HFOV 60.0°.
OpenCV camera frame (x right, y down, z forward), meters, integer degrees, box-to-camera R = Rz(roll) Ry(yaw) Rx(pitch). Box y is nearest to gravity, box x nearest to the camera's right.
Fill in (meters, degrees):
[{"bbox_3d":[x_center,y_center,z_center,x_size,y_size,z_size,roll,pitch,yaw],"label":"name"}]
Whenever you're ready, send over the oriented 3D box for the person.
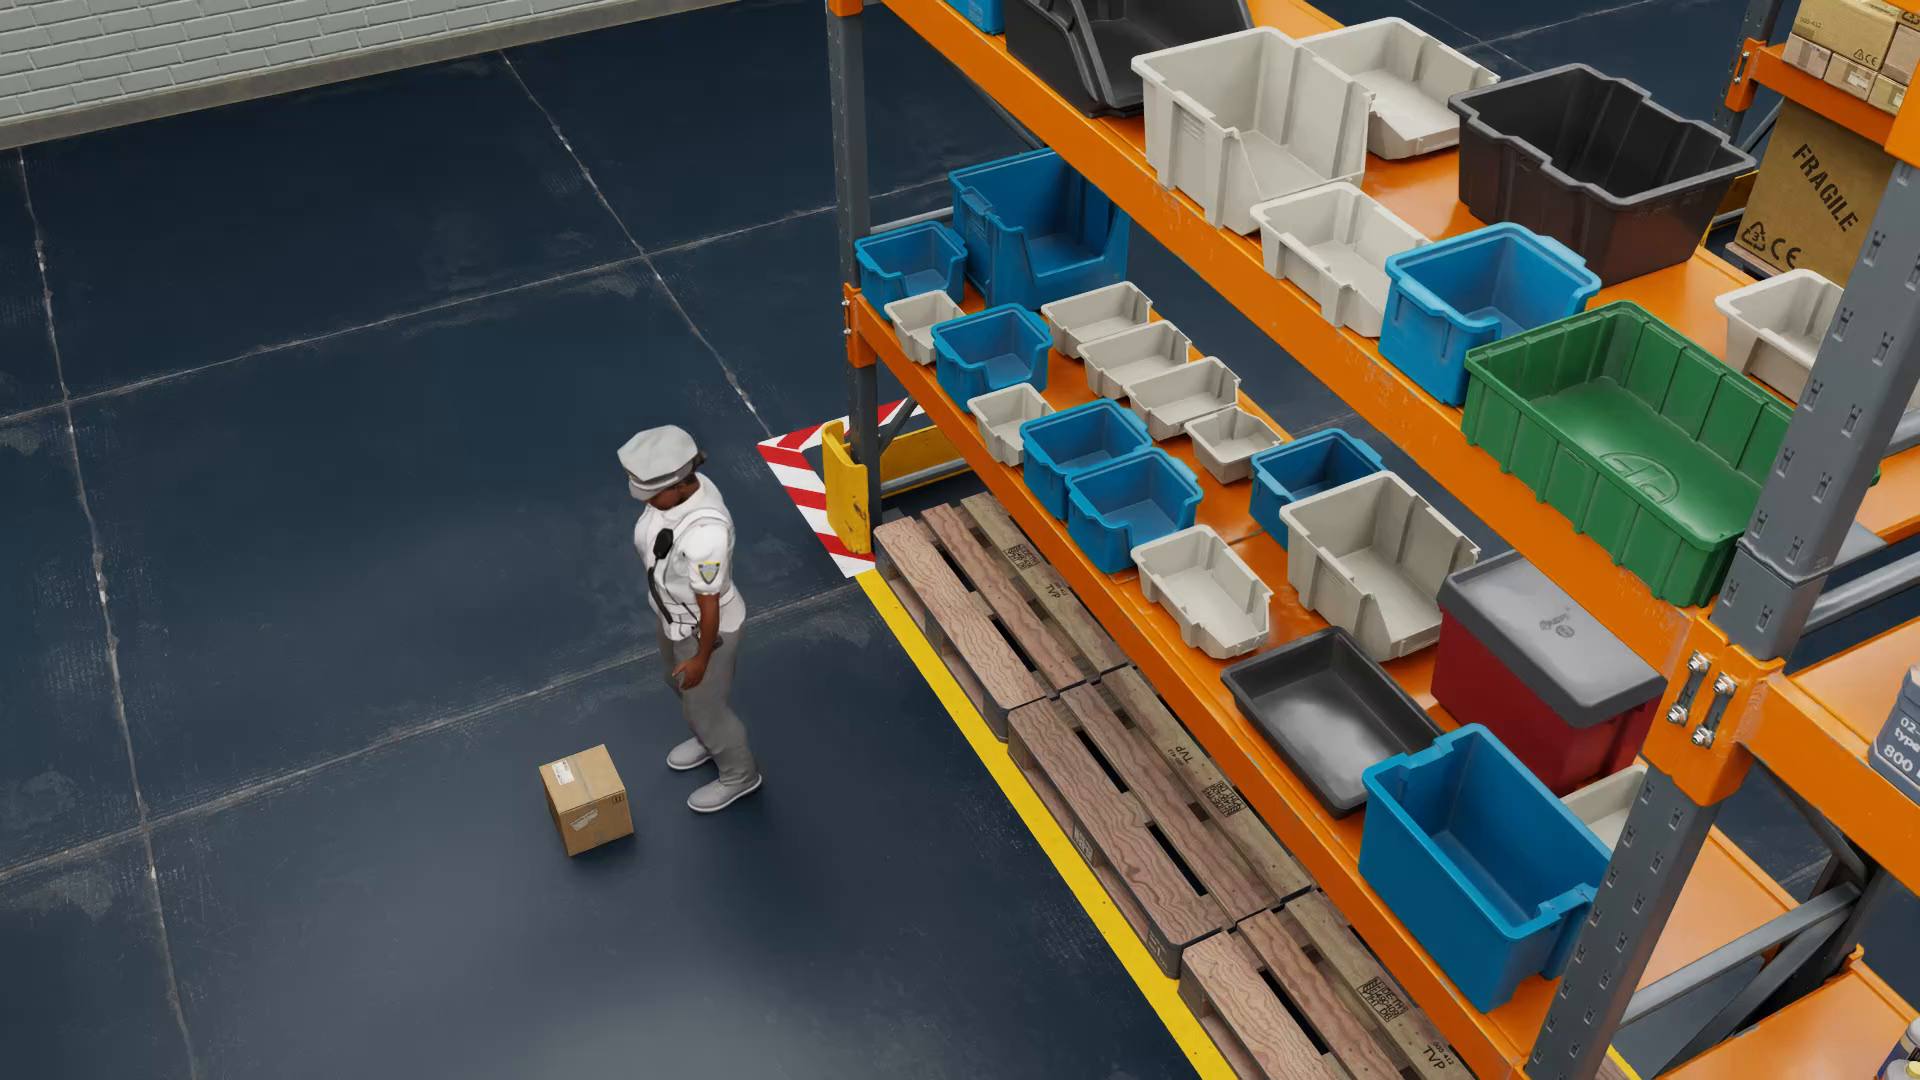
[{"bbox_3d":[-0.929,0.299,5.877,0.338,1.652,0.441,-18,44,-19],"label":"person"}]
